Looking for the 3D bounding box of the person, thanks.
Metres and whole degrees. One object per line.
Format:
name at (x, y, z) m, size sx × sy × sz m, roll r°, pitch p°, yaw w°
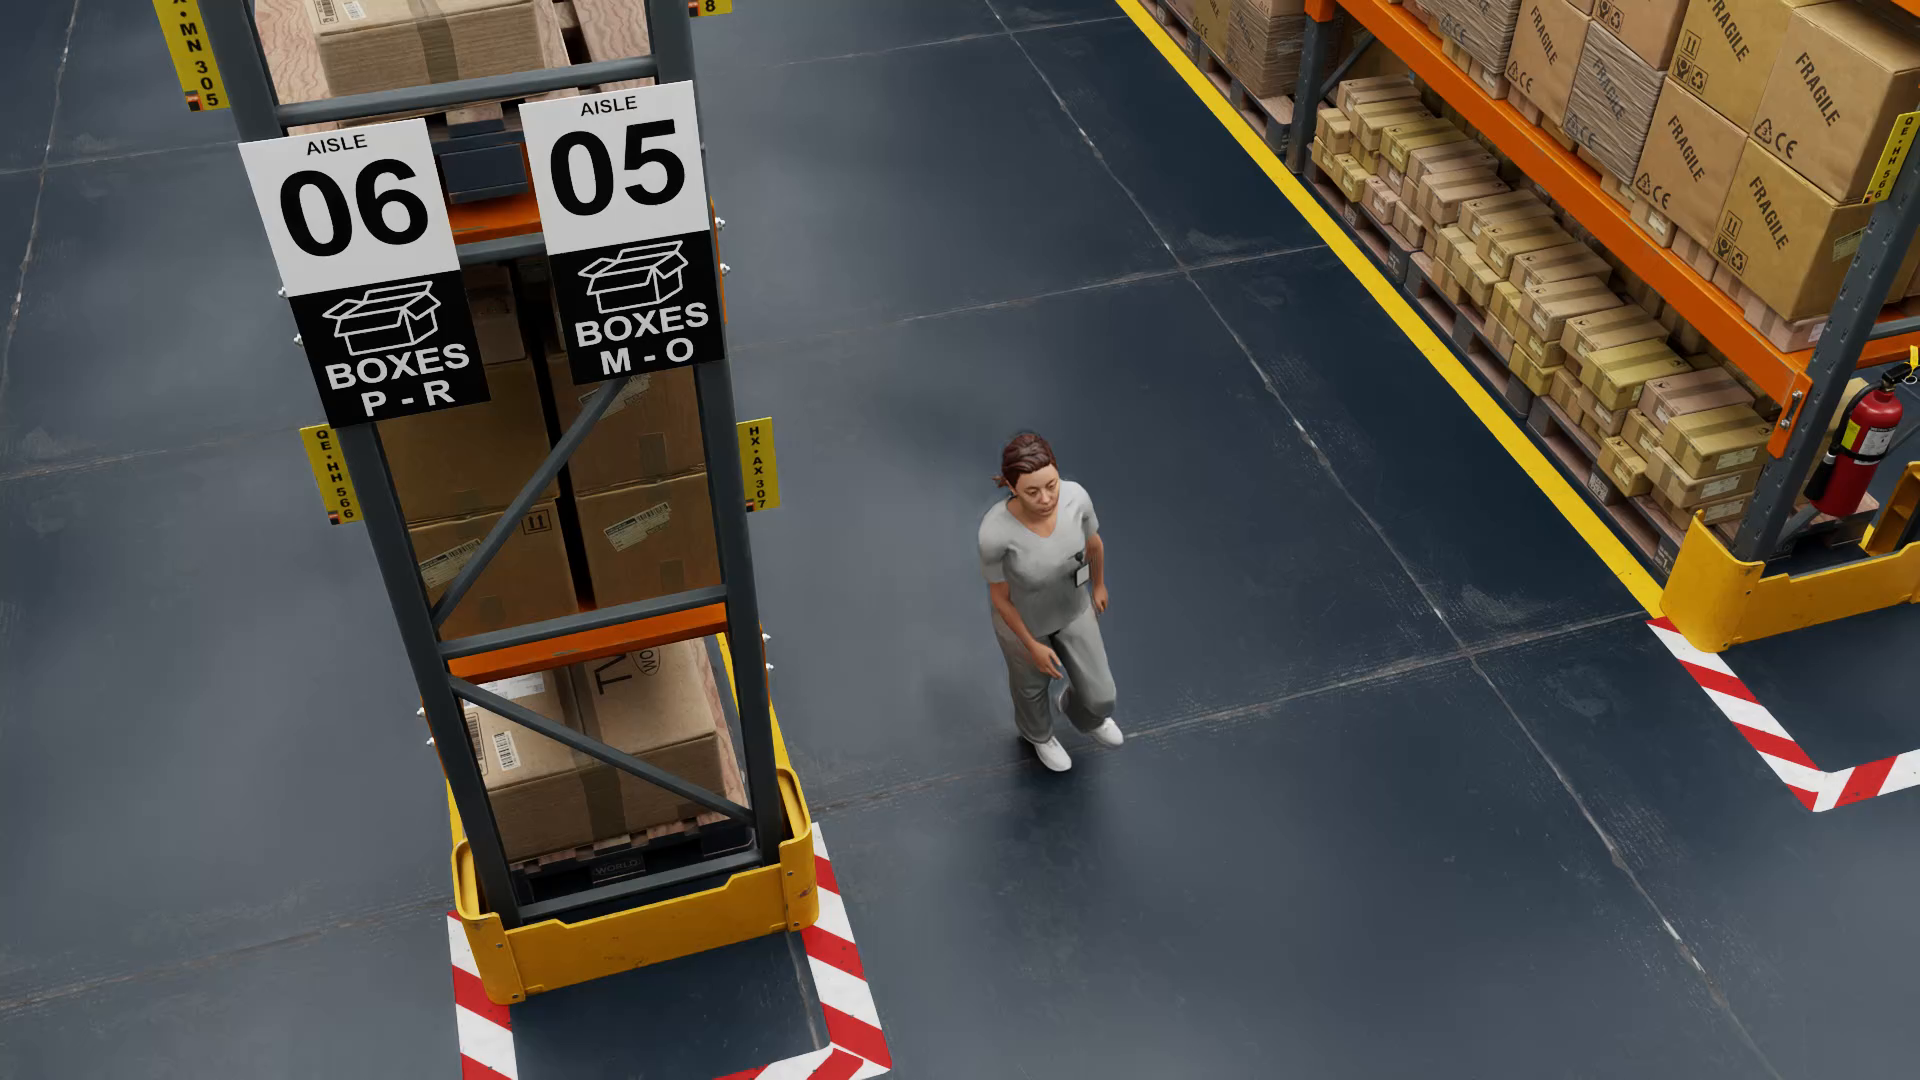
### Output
person at (0.346, 0.256, 5.851) m, size 0.613 × 1.649 × 0.480 m, roll -16°, pitch 45°, yaw -17°
